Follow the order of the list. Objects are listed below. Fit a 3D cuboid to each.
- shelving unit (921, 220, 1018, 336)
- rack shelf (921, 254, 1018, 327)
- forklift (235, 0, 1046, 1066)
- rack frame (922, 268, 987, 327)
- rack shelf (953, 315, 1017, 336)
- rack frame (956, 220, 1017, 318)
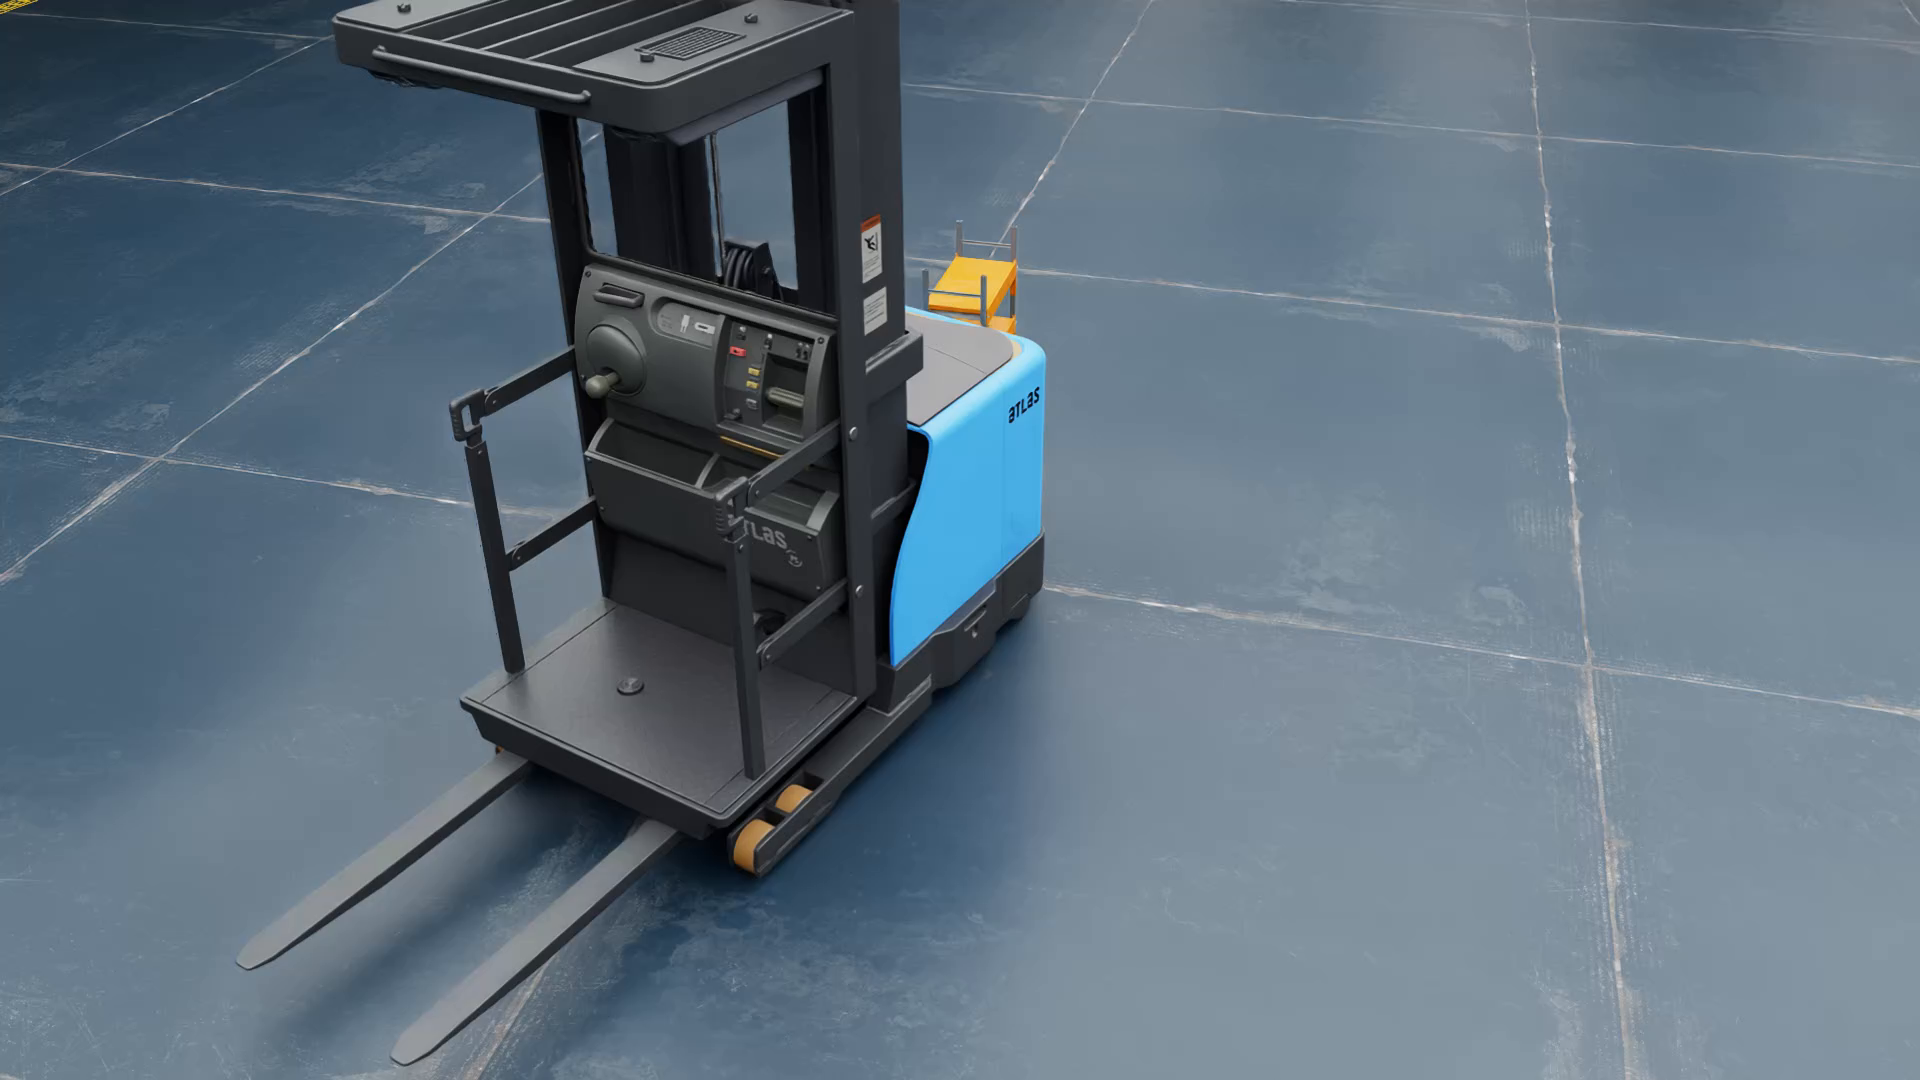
[{"bbox_3d":[0.042,-0.592,6.563,0.258,1.200,0.503,8,33,12],"label":"shelving unit"},{"bbox_3d":[0.042,-0.924,6.352,0.258,0.148,0.480,8,33,12],"label":"rack shelf"},{"bbox_3d":[-0.891,-0.494,4.795,1.130,2.935,3.031,19,37,27],"label":"forklift"},{"bbox_3d":[-0.020,-0.466,6.364,0.240,1.200,0.015,8,33,12],"label":"rack frame"},{"bbox_3d":[0.042,-0.724,6.479,0.258,0.148,0.480,8,33,12],"label":"rack shelf"},{"bbox_3d":[0.104,-0.719,6.762,0.240,1.200,0.015,8,33,12],"label":"rack frame"}]
